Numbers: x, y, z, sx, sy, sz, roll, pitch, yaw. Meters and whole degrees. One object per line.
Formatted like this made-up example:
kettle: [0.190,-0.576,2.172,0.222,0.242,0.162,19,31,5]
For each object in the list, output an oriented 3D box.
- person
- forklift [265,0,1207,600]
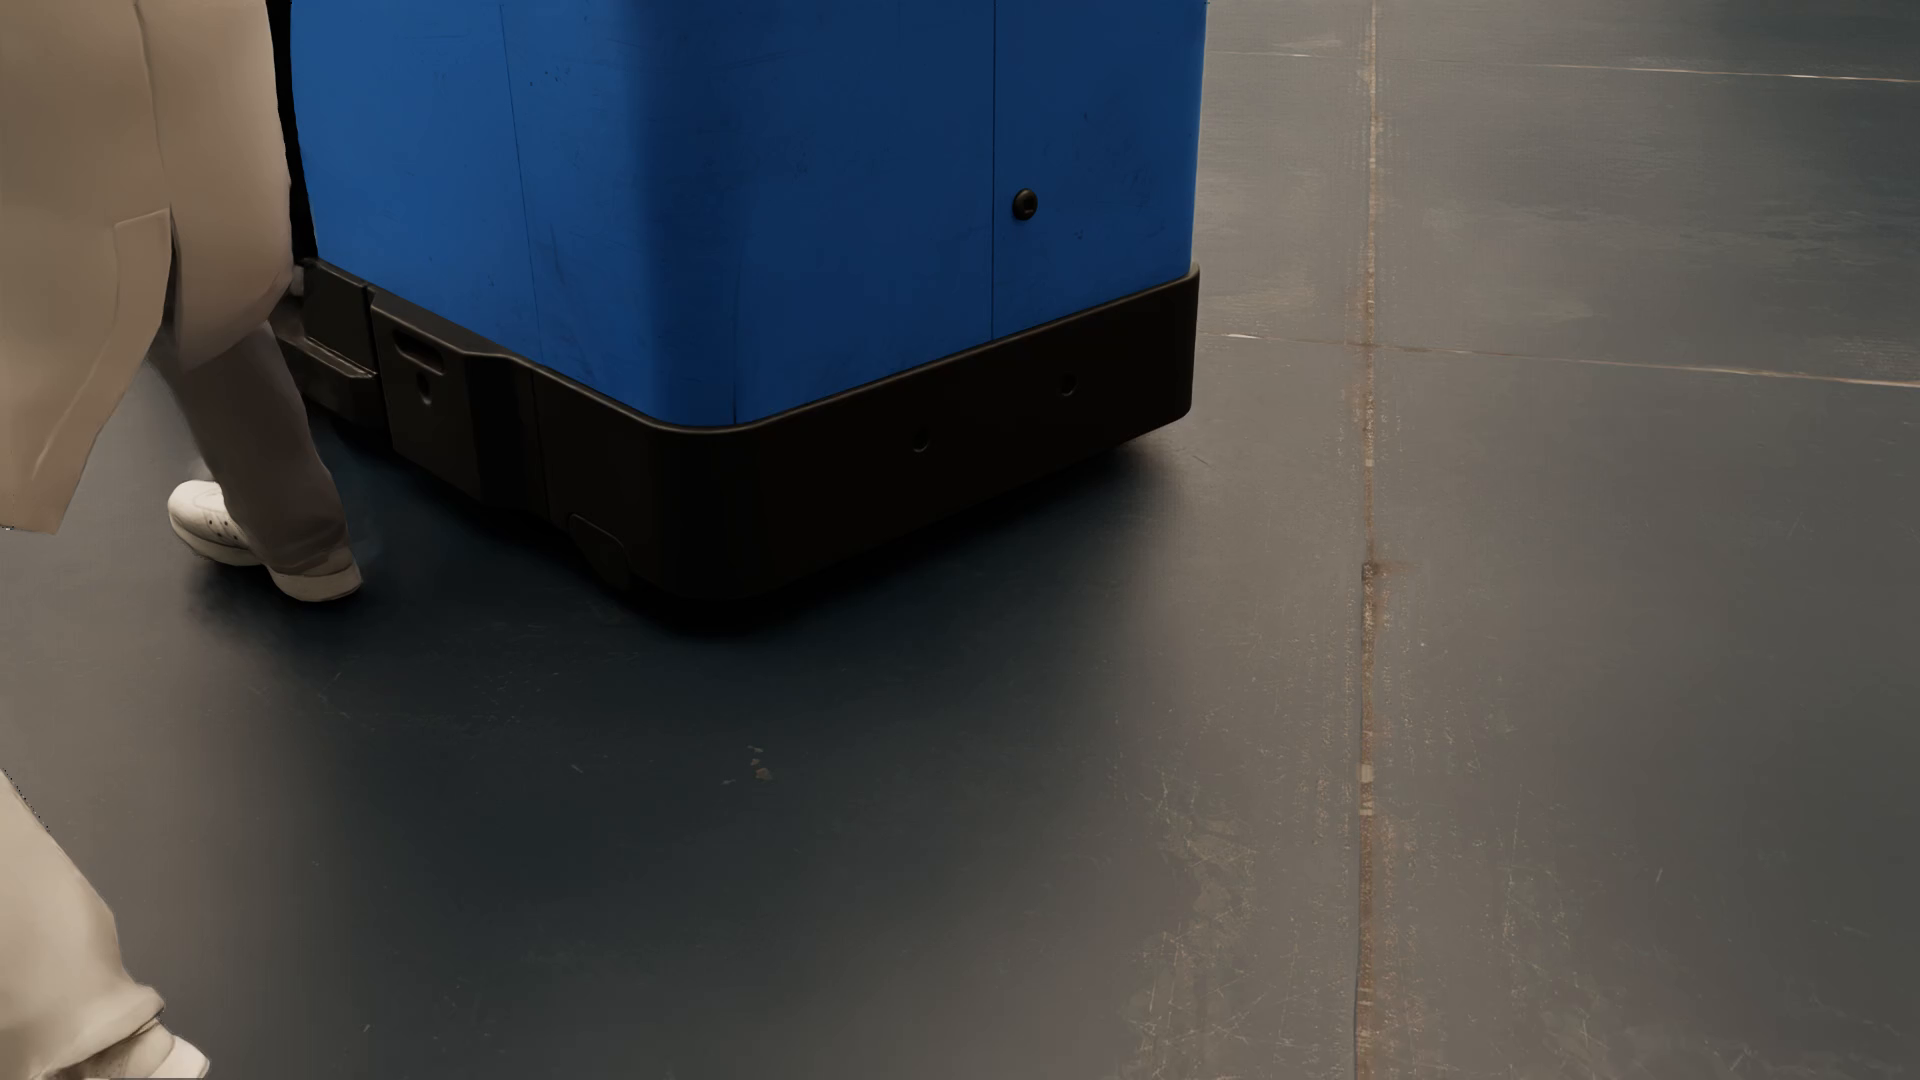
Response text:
person: [-0.948,-0.368,1.559,1.056,1.646,1.061,15,31,28]
forklift: [-0.998,-1.799,2.812,1.130,2.935,3.031,-24,35,-38]
